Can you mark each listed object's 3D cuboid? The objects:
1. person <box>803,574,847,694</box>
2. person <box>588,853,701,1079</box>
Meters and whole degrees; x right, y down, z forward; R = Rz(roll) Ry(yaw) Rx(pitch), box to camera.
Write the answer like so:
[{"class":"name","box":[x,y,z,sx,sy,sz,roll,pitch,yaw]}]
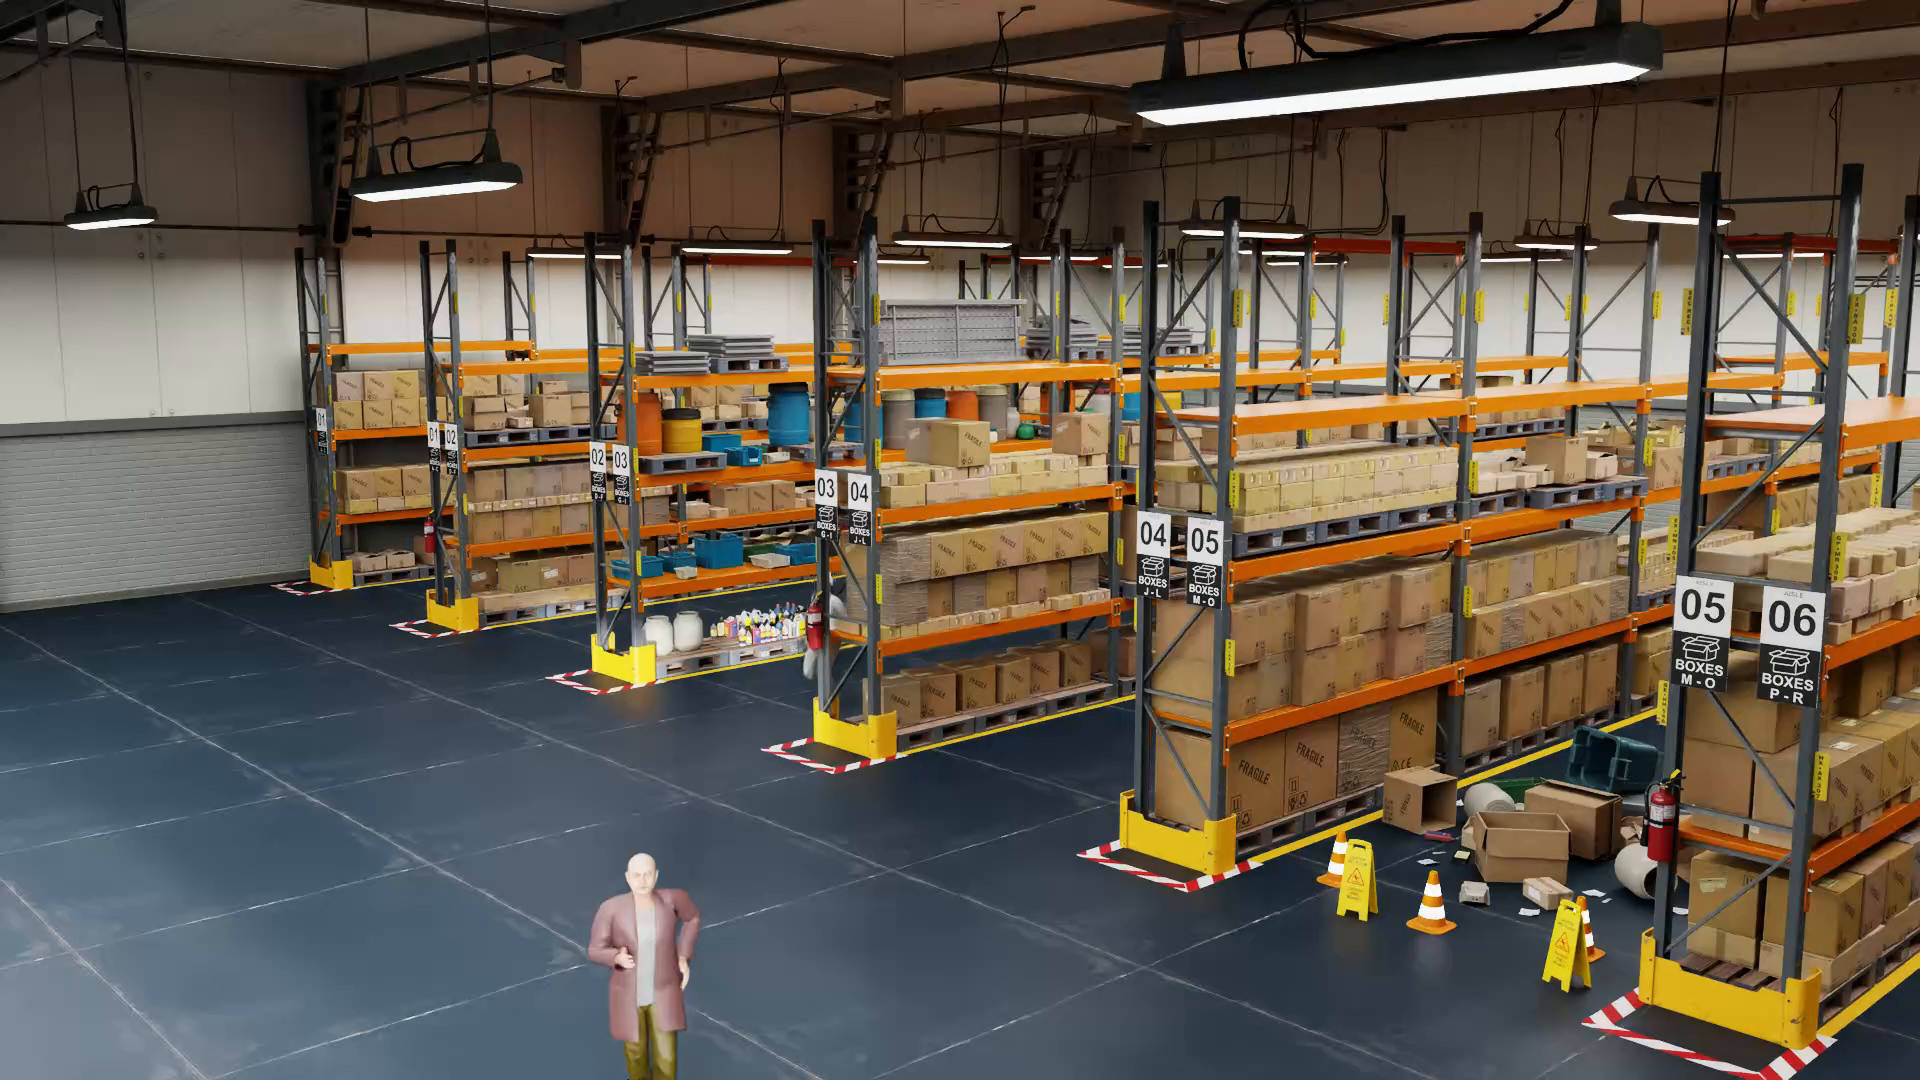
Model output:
[{"class":"person","box":[-1.698,1.262,20.870,0.676,1.743,0.576,6,10,34]},{"class":"person","box":[-1.915,2.819,10.166,0.685,1.844,0.793,-1,8,-9]}]
